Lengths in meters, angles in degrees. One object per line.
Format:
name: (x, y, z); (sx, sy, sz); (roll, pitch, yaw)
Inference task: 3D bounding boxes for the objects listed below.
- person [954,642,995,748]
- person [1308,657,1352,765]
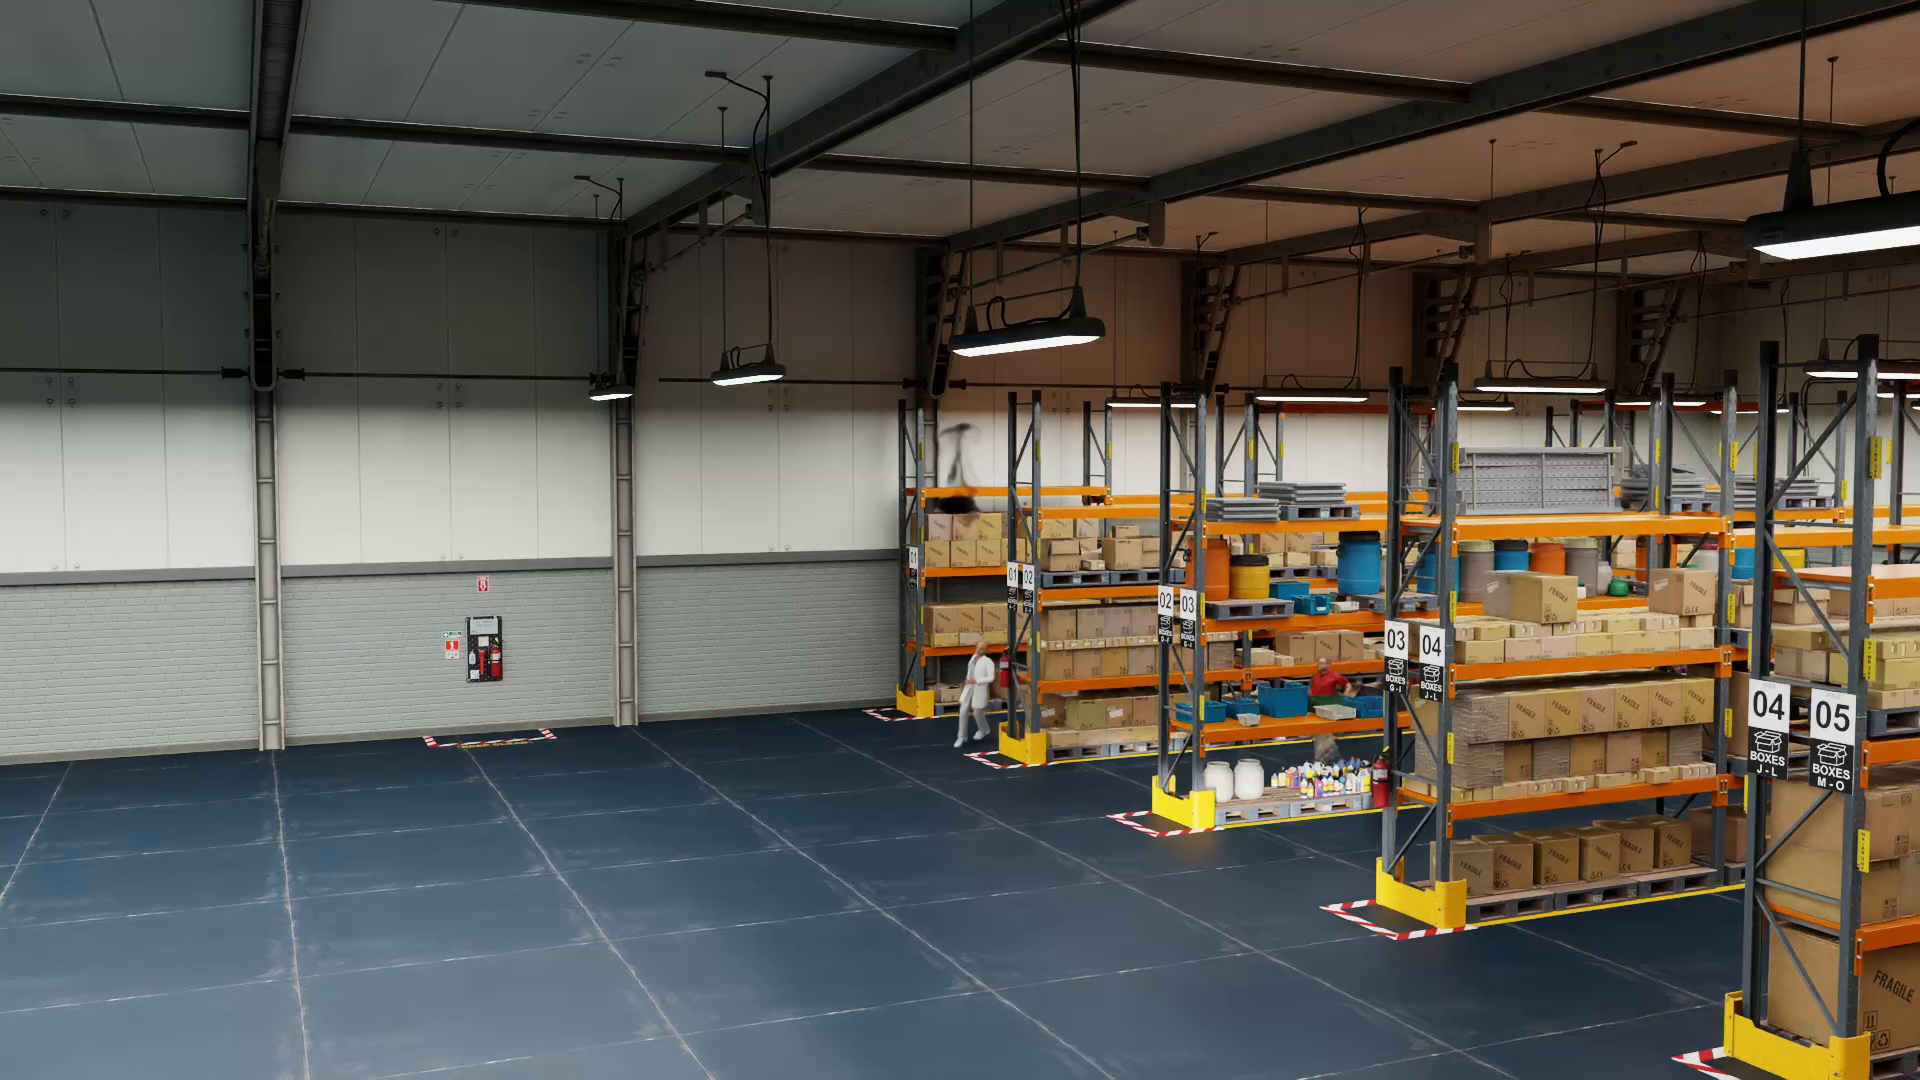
person: (0.334, 2.625, 28.383); (0.698, 1.798, 0.912); (2, 4, 36)
person: (5.865, 2.769, 26.731); (0.770, 1.774, 0.671); (-2, 4, -29)
